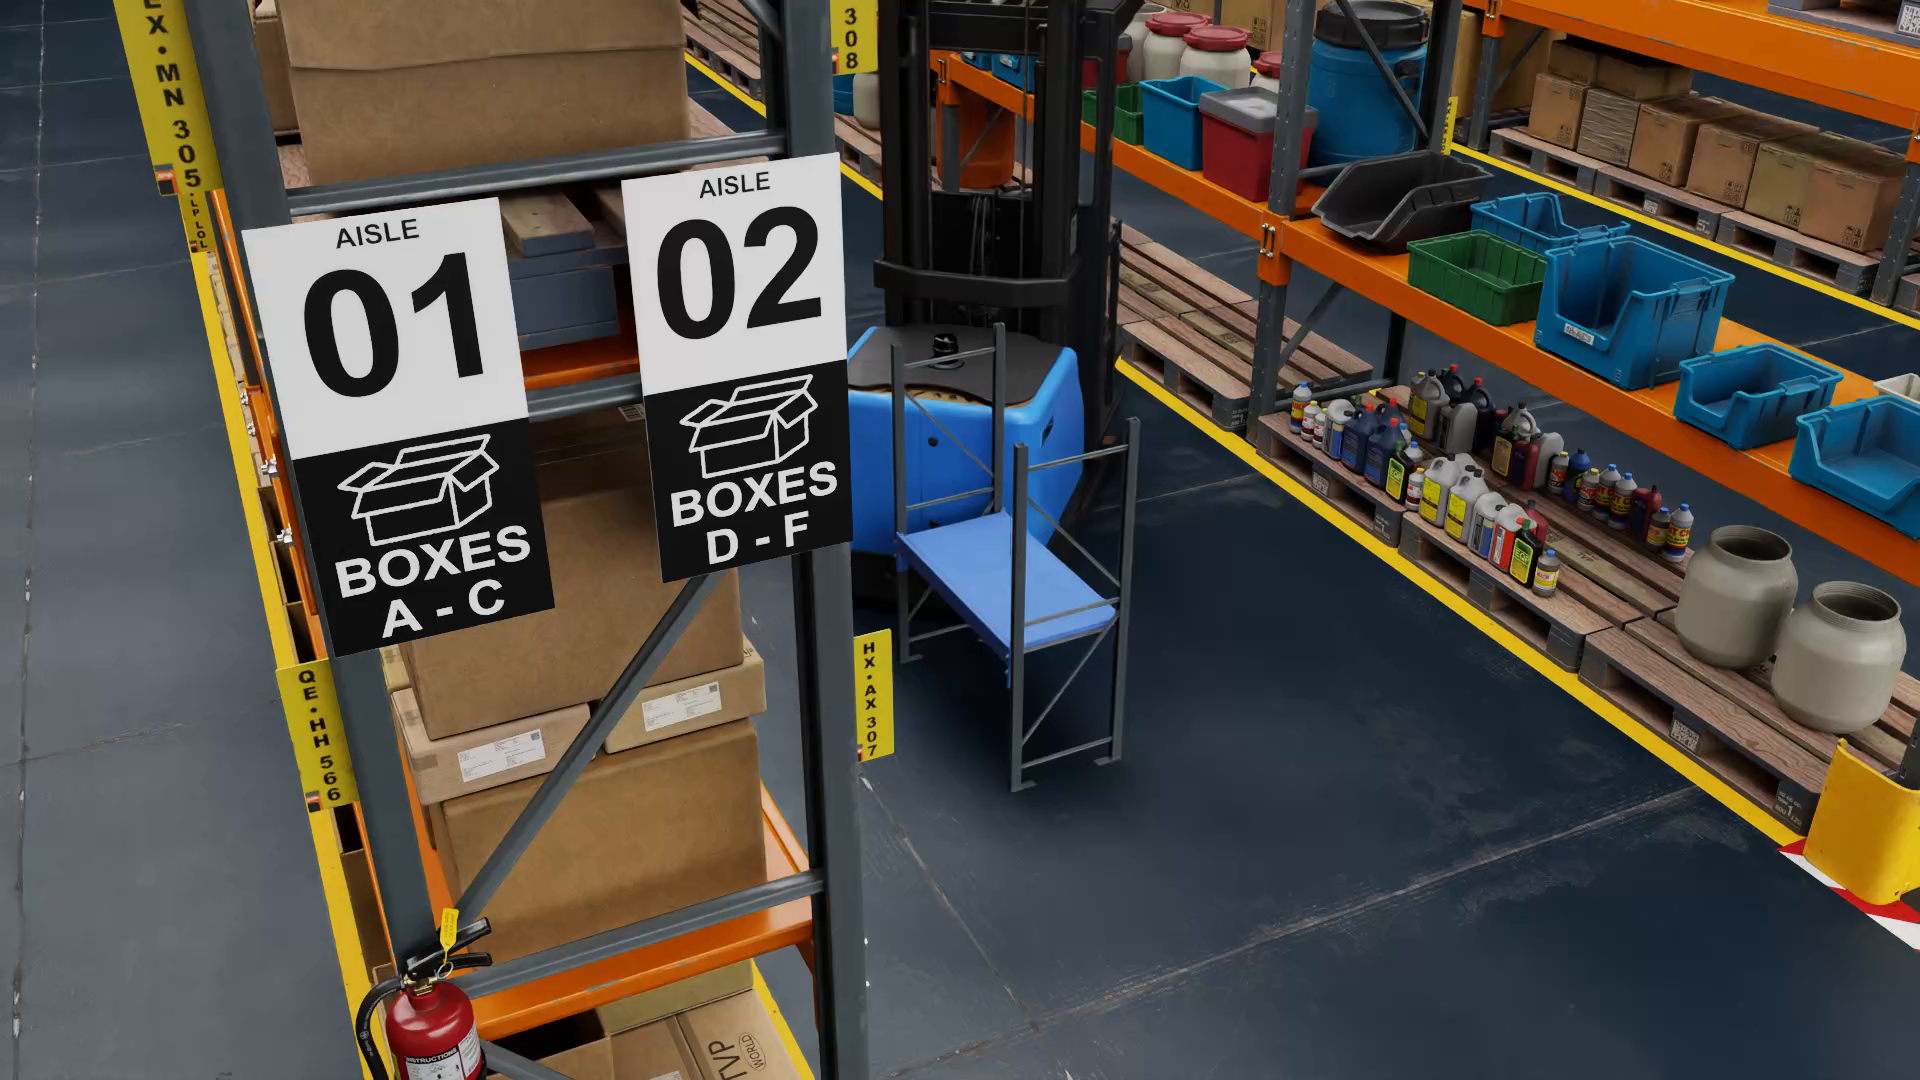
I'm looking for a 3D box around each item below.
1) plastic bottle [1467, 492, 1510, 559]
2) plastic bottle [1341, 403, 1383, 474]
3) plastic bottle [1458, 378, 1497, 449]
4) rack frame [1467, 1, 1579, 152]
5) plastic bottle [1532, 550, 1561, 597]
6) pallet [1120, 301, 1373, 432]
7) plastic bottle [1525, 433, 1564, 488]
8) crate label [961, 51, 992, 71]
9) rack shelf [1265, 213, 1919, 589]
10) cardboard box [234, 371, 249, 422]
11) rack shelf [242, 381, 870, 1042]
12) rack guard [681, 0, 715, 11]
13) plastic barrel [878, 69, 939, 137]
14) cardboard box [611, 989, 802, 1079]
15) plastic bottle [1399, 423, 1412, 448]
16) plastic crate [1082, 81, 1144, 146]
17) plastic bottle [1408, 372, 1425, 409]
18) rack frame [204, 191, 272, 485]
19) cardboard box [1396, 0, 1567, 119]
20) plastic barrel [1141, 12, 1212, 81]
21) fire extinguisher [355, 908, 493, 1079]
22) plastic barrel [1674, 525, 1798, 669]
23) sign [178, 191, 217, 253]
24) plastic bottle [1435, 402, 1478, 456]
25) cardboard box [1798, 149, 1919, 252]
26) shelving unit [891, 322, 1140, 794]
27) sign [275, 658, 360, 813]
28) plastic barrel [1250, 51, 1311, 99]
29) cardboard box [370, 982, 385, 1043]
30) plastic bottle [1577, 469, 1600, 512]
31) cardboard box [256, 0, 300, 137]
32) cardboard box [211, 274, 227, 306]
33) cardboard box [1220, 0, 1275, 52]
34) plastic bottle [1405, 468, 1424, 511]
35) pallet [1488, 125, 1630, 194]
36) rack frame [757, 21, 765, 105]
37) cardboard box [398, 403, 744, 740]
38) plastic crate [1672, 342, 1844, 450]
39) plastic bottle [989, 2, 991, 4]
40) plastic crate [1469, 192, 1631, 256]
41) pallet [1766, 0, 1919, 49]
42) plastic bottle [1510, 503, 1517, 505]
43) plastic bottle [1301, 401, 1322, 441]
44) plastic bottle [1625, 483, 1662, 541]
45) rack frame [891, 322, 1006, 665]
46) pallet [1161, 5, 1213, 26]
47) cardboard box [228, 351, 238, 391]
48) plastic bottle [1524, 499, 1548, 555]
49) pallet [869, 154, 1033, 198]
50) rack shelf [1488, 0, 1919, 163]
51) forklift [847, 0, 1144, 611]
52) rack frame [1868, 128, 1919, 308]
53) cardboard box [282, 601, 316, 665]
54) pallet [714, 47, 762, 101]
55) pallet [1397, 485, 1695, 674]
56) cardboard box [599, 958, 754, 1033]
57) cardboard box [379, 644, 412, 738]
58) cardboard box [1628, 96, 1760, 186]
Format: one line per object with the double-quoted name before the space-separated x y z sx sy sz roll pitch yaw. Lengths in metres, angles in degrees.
"plastic bottle" 2.451 -0.072 7.647 0.152 0.276 0.135 -14 32 -23
"plastic bottle" 2.033 -0.530 8.388 0.144 0.351 0.185 -12 32 -21
"plastic bottle" 2.681 -0.665 8.628 0.144 0.351 0.185 -15 32 -24
"rack frame" 4.818 -4.745 13.644 1.000 3.000 0.127 -13 32 -22
"plastic bottle" 2.594 0.139 7.347 0.097 0.201 0.097 0 29 0
"pallet" 1.689 -1.060 9.925 1.003 0.211 1.213 -13 32 -22
"plastic bottle" 2.885 -0.418 8.263 0.152 0.276 0.135 -12 32 -21
"crate label" 0.187 -3.367 11.358 0.303 0.233 0.416 -13 32 -22
"rack shelf" 2.920 -0.740 7.239 1.077 0.370 4.000 -13 32 -22
"cardboard box" -3.288 -0.696 8.233 0.500 0.311 0.500 -13 32 -22
"rack shelf" -1.555 0.298 5.387 1.077 0.370 4.000 -13 32 -22
"rack guard" -3.112 -6.156 18.717 1.175 0.500 0.348 -13 32 -22
"plastic barrel" -0.366 -3.547 13.545 0.600 0.588 0.708 -13 32 -22
"cardboard box" -0.726 1.600 4.711 0.500 0.250 0.500 -13 32 -22
"plastic bottle" 2.204 -0.457 8.338 0.097 0.271 0.097 0 29 0
"plastic crate" 1.059 -2.555 9.957 0.450 0.188 0.662 -13 32 -22
"plastic bottle" 2.499 -0.814 9.046 0.097 0.201 0.097 0 29 0
"rack frame" -2.414 -0.899 6.787 1.000 3.000 0.127 -13 32 -22
"cardboard box" 4.540 -4.310 14.613 1.225 0.875 0.875 -15 32 -24
"plastic barrel" 1.348 -2.981 10.360 0.433 0.535 0.433 0 29 0
"fire extinguisher" -1.065 1.051 3.388 0.296 0.674 0.183 -13 32 -22
"plastic barrel" 3.212 0.235 6.878 0.421 0.512 0.421 0 29 0
"sign" -2.900 -1.252 6.312 0.100 0.325 0.005 -13 32 -22
"plastic bottle" 2.558 -0.591 8.571 0.152 0.276 0.135 -13 32 -22
"cardboard box" 6.291 -2.355 11.489 0.700 0.500 0.500 -16 33 -26
"shelving unit" 0.185 0.051 6.625 0.538 1.500 1.048 -14 32 -23
"sign" -1.193 0.367 3.102 0.100 0.325 0.005 -13 32 -22
"plastic barrel" 1.849 -2.466 9.441 0.433 0.535 0.433 0 29 0
"cardboard box" -1.635 1.270 5.300 0.500 0.250 0.500 -13 32 -22
"plastic bottle" 3.049 -0.248 8.036 0.097 0.201 0.097 0 29 0
"cardboard box" -1.429 -1.073 3.610 0.500 0.250 0.500 -13 32 -22
"cardboard box" -3.938 -1.371 9.437 0.500 0.311 0.500 -14 32 -23
"cardboard box" 3.393 -5.489 16.716 1.225 0.875 0.875 -13 32 -22
"plastic bottle" 2.215 -0.252 8.044 0.097 0.201 0.097 0 29 0
"pallet" 5.152 -3.183 13.710 1.003 0.211 1.213 -13 32 -22
"rack frame" -1.373 -5.472 14.941 1.000 3.000 0.127 -13 32 -22
"cardboard box" -0.908 0.026 3.708 0.700 0.500 0.500 -13 32 -22
"plastic crate" 3.020 -0.552 6.320 0.499 0.251 0.408 -13 32 -22
"plastic bottle" 0.252 -4.114 12.646 0.152 0.276 0.135 -13 32 -22
"plastic crate" 2.782 -1.441 7.905 0.499 0.251 0.616 -13 32 -22
"pallet" 3.512 -1.783 5.488 1.003 0.211 1.213 -13 32 -22
"plastic bottle" 2.556 -0.074 7.727 0.097 0.201 0.097 0 29 0
"plastic bottle" 1.846 -0.631 8.720 0.097 0.201 0.097 0 29 0
"plastic bottle" 3.201 -0.148 7.774 0.061 0.283 0.133 -13 32 -21
"rack frame" -0.045 -0.170 7.020 0.500 1.500 0.032 -14 32 -23
"pallet" 2.845 -5.648 18.106 1.003 0.211 1.213 -13 32 -22
"cardboard box" -3.726 -0.907 9.182 0.500 0.250 0.500 -14 32 -23
"plastic bottle" 2.607 -0.037 7.576 0.061 0.283 0.133 -13 32 -22
"pallet" -0.032 -2.828 13.077 1.003 0.211 1.213 -13 32 -22
"rack shelf" 5.676 -3.547 12.245 1.077 0.370 4.000 -13 32 -22
"forklift" 0.241 -1.628 8.157 1.130 2.935 3.031 8 30 14
"rack frame" 6.535 -2.978 10.493 1.000 3.000 0.127 -13 32 -22
"cardboard box" -2.068 0.502 5.903 0.500 0.500 0.500 -13 32 -22
"pallet" -1.724 -4.572 16.188 1.003 0.211 1.213 -13 32 -22
"pallet" 2.840 0.124 7.814 1.003 0.211 1.213 -13 32 -22
"cardboard box" -0.942 1.053 4.921 0.500 0.500 0.500 -13 32 -22
"cardboard box" -1.146 0.297 3.888 0.380 0.149 0.250 -12 32 -21
"cardboard box" 5.623 -3.063 12.752 0.700 0.500 0.500 -10 31 -18
